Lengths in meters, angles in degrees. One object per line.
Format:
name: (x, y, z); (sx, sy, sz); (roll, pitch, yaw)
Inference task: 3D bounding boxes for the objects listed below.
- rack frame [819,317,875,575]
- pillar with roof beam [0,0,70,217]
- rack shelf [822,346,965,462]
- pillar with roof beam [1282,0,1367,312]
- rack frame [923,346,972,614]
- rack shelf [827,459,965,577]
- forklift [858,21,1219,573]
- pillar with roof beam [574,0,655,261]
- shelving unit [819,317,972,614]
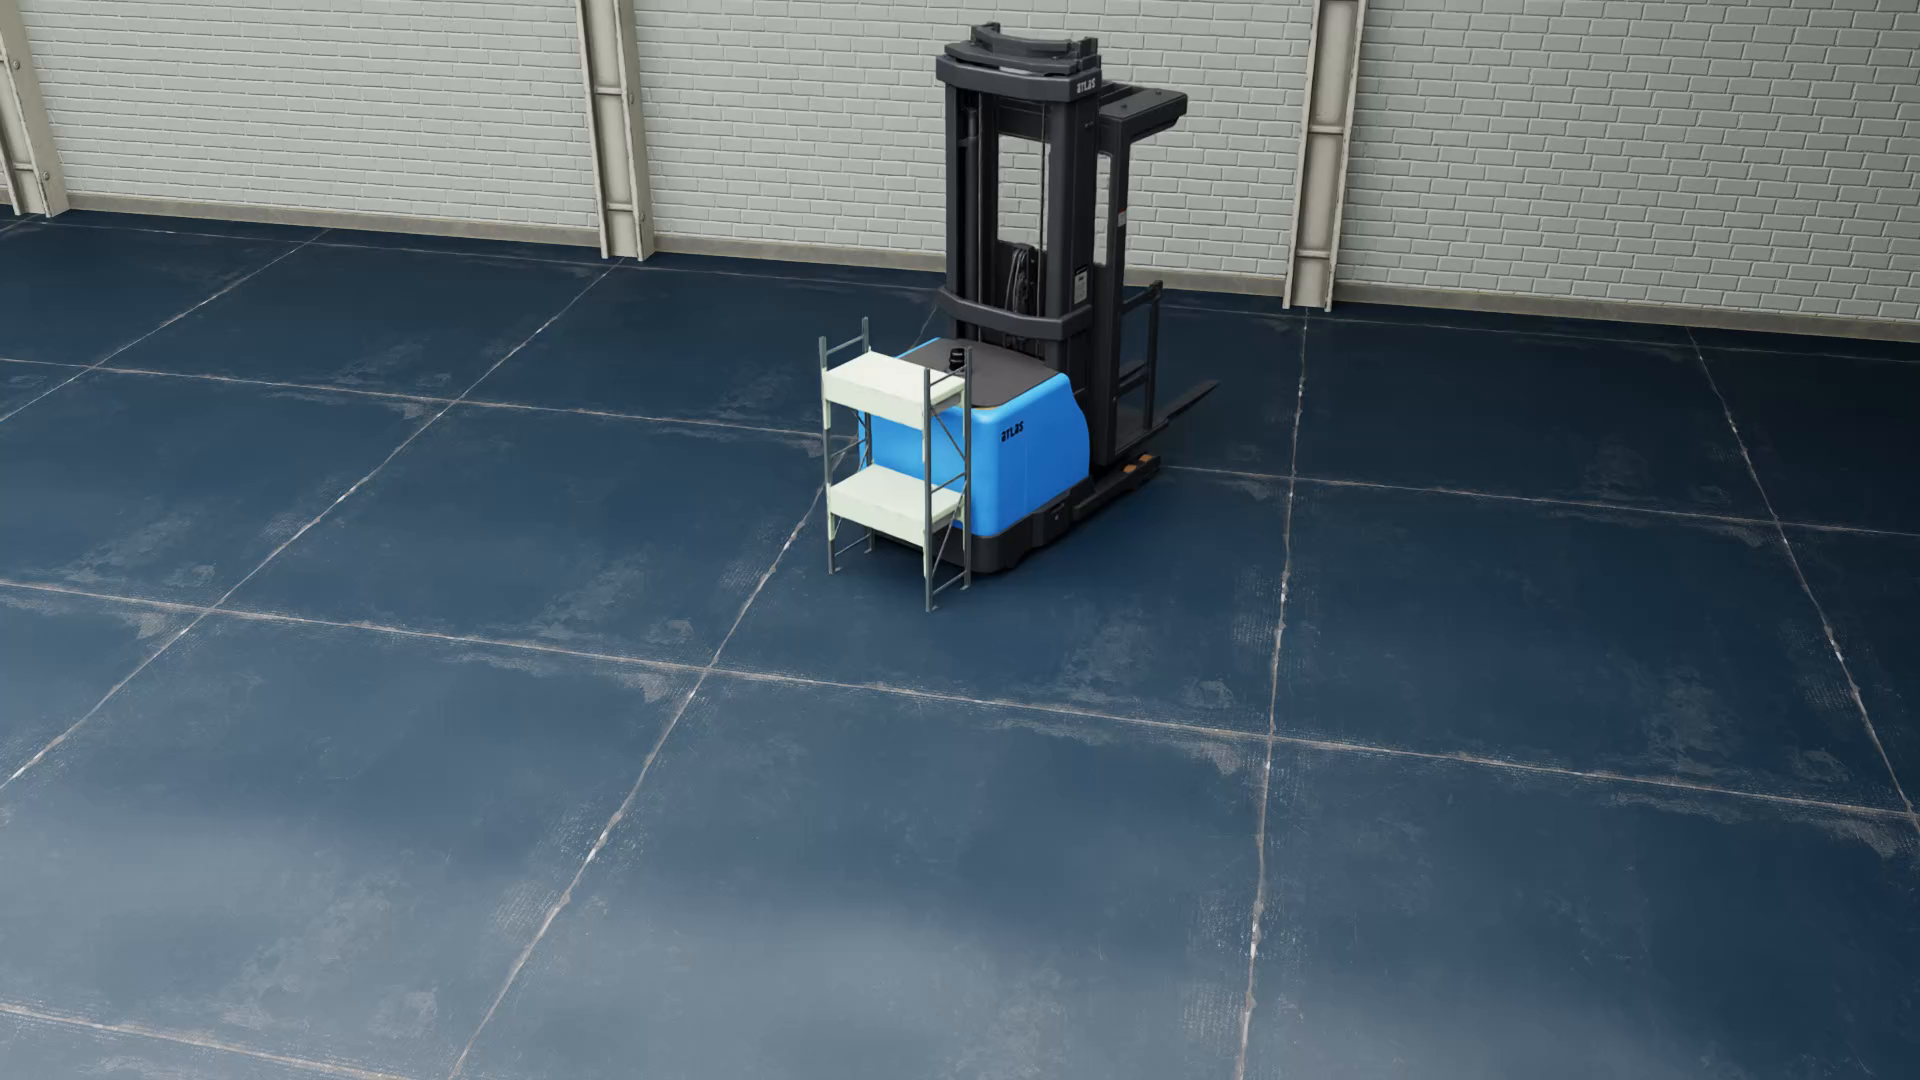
rack frame: (-0.648, -0.529, 9.654); (0.023, 1.500, 0.400); (20, 34, 32)
pillar with roof beam: (-9.741, -5.098, 10.191); (0.400, 9.000, 9.100); (6, 29, 11)
rack shelf: (-0.356, -0.765, 9.273); (0.720, 0.370, 0.431); (20, 34, 32)
pillar with roof beam: (1.994, -3.895, 7.993); (0.400, 9.000, 9.100); (6, 29, 11)
rack frame: (-0.064, -0.317, 9.266); (0.023, 1.500, 0.400); (20, 34, 32)
rack shelf: (-0.356, -0.137, 9.617); (0.720, 0.370, 0.431); (20, 34, 32)
forklift: (0.668, -1.739, 10.373); (1.130, 2.935, 3.031); (20, 34, 32)
pillar with roof beam: (-3.873, -4.496, 9.092); (0.400, 9.000, 9.100); (6, 29, 11)
shelving unit: (-0.356, -0.423, 9.460); (0.755, 1.500, 0.431); (20, 34, 32)
